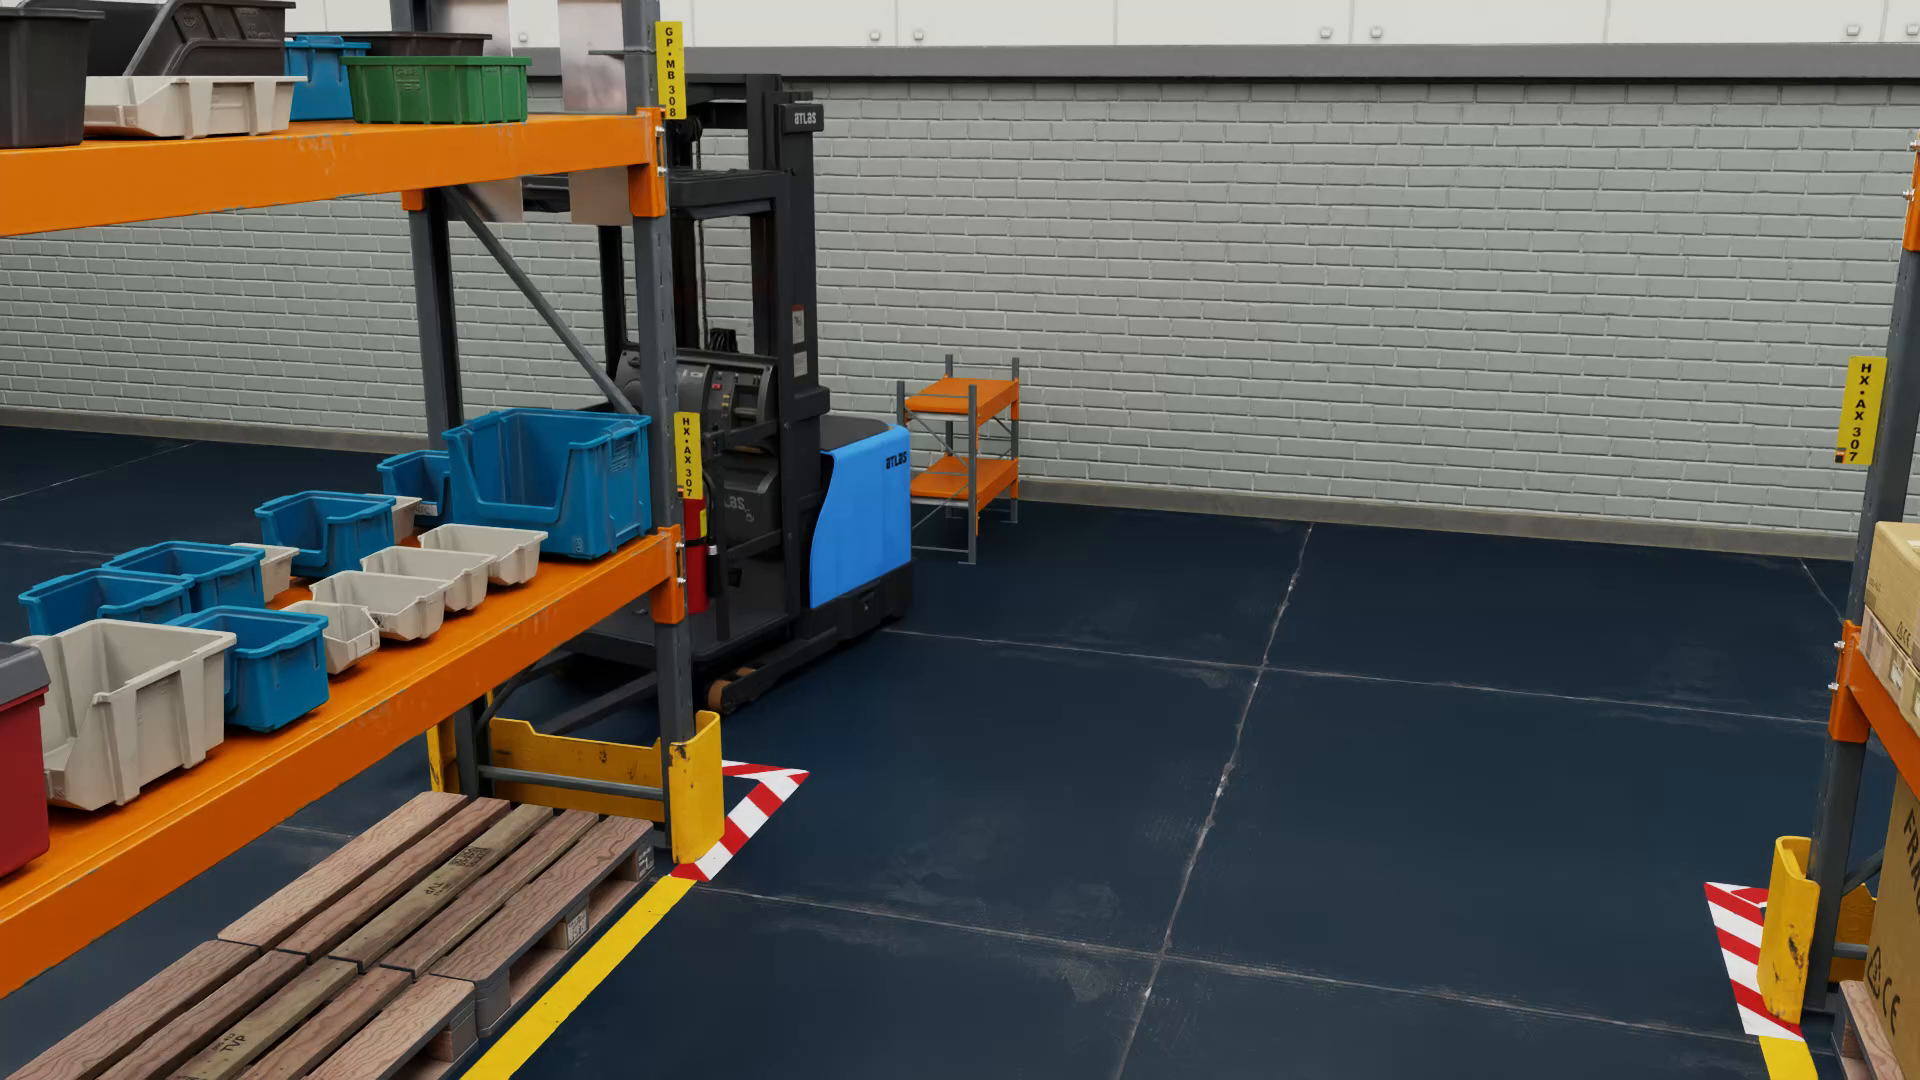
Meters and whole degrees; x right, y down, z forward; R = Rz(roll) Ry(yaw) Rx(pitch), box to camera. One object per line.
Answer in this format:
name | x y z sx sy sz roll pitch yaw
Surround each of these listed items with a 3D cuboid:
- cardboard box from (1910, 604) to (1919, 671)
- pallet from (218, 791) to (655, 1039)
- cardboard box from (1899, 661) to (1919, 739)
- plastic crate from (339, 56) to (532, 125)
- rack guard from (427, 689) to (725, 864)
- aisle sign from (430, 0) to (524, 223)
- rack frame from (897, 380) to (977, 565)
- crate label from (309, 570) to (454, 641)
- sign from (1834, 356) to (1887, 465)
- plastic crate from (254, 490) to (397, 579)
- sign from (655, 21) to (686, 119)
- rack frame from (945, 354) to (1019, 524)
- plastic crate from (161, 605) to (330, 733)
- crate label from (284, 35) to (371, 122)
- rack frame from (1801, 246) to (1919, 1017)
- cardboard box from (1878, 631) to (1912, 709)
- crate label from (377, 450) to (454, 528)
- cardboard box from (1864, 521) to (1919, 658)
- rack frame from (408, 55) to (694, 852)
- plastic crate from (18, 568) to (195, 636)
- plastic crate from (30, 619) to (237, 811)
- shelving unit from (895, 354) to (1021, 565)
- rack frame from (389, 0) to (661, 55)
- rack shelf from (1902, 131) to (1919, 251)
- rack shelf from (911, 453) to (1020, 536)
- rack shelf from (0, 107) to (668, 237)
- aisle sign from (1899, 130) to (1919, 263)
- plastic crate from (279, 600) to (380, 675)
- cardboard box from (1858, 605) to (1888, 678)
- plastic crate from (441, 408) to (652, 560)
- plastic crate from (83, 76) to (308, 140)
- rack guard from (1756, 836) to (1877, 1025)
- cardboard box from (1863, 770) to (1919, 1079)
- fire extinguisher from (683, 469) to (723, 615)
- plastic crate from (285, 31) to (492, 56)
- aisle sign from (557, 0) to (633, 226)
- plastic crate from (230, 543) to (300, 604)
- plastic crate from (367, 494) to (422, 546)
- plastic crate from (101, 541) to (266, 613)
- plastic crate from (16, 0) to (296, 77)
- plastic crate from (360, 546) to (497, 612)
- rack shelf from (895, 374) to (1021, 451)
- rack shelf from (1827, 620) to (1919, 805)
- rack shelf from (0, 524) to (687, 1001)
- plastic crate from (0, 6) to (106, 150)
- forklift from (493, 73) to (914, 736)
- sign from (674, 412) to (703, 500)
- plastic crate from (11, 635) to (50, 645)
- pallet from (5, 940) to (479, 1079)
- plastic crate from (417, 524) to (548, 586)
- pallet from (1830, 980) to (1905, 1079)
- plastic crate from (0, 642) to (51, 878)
cardboard box | 2.680 0.284 4.060 0.500 0.250 0.500 4 16 15
pallet | -1.804 1.284 5.915 1.003 0.211 1.213 5 16 16
cardboard box | 2.655 0.436 4.255 0.380 0.149 0.250 4 16 15
plastic crate | -1.539 -1.331 4.917 0.450 0.188 0.336 5 16 16
rack guard | -1.538 0.925 6.652 1.175 0.500 0.348 5 16 16
aisle sign | -1.797 -1.563 6.078 0.394 0.787 0.004 5 16 16
rack frame | -0.143 -0.410 10.213 0.500 1.125 0.032 5 16 16
crate label | -1.743 0.205 4.984 0.396 0.136 0.243 5 16 16
sign | 2.686 -0.385 4.959 0.100 0.325 0.005 5 16 16
plastic crate | -2.105 -0.007 5.555 0.416 0.233 0.300 5 16 16
sign | -1.000 -1.624 5.754 0.100 0.325 0.005 5 16 16
rack frame | 0.146 -0.676 11.151 0.500 1.125 0.032 5 16 16
plastic crate | -1.870 0.339 4.335 0.416 0.233 0.300 5 16 16
crate label | -2.105 -1.425 5.133 0.408 0.251 0.502 5 16 16
rack frame | 3.216 0.114 4.931 1.000 3.000 0.127 5 16 16
cardboard box | 2.727 0.369 4.491 0.380 0.149 0.250 4 16 15
crate label | -1.918 -0.179 6.162 0.416 0.233 0.303 5 16 16
cardboard box | 2.821 0.148 4.542 0.500 0.250 0.500 4 16 14
rack frame | -1.532 -0.270 6.285 1.000 3.000 0.127 5 16 16
plastic crate | -2.378 0.244 4.671 0.416 0.233 0.300 5 16 16
plastic crate | -2.059 0.419 3.961 0.437 0.282 0.530 5 16 16
shelving unit | 0.002 -0.543 10.682 0.538 1.125 1.048 5 16 16
rack frame | -1.532 -3.156 5.466 1.000 3.000 0.127 5 16 16
rack shelf | 2.648 -0.460 2.775 1.077 0.370 4.000 5 16 16
rack shelf | 0.002 -0.308 10.749 0.538 0.278 1.000 5 16 16
rack shelf | -2.101 -0.844 4.129 1.077 0.370 4.000 5 16 16
aisle sign | 2.949 -1.179 4.724 0.394 0.787 0.004 5 16 16
plastic crate | -1.809 0.284 4.706 0.298 0.136 0.250 5 16 16
cardboard box | 2.799 0.302 4.728 0.380 0.149 0.250 5 17 17
plastic crate | -1.449 -0.214 5.912 0.616 0.435 0.499 5 16 16
plastic crate | -1.882 -1.027 3.938 0.437 0.136 0.530 5 16 16
rack guard | 3.223 1.310 5.294 1.175 0.500 0.348 5 16 16
cardboard box | 3.111 1.108 4.551 0.875 0.875 0.875 5 16 16
fire extinguisher | -1.054 -0.058 6.361 0.296 0.674 0.183 5 16 16
plastic crate | -1.909 -1.571 5.615 0.497 0.269 0.590 5 16 16
aisle sign | -1.231 -1.517 5.917 0.394 0.787 0.004 5 16 16
plastic crate | -2.282 0.122 5.276 0.250 0.136 0.298 5 16 16
plastic crate | -2.089 -0.056 5.902 0.250 0.136 0.298 5 16 16
plastic crate | -2.292 0.165 4.947 0.416 0.233 0.300 5 16 16
plastic crate | -2.230 -1.305 4.550 0.504 0.338 0.767 5 16 16
plastic crate | -1.687 0.130 5.248 0.396 0.136 0.243 5 16 16
rack shelf | 0.002 -0.825 10.602 0.538 0.278 1.000 5 16 16
rack shelf | 2.648 0.983 3.184 1.077 0.370 4.000 5 16 16
rack shelf | -2.101 0.599 4.538 1.077 0.370 4.000 5 16 16
plastic crate | -2.053 -0.908 3.275 0.497 0.269 0.590 5 16 16
forklift | -1.418 -0.721 7.999 1.130 2.935 3.031 9 18 28
sign | -1.000 -0.310 6.127 0.100 0.325 0.005 5 16 16
plastic crate | -2.463 0.395 4.312 0.293 0.136 0.466 5 16 16
pallet | -2.153 1.602 4.794 1.003 0.211 1.213 5 16 16
plastic crate | -1.591 0.055 5.511 0.396 0.136 0.243 5 16 16
pallet | 3.064 1.671 4.552 1.003 0.211 1.213 5 16 16
plastic crate | -2.175 0.503 3.333 0.402 0.464 0.583 5 16 16
